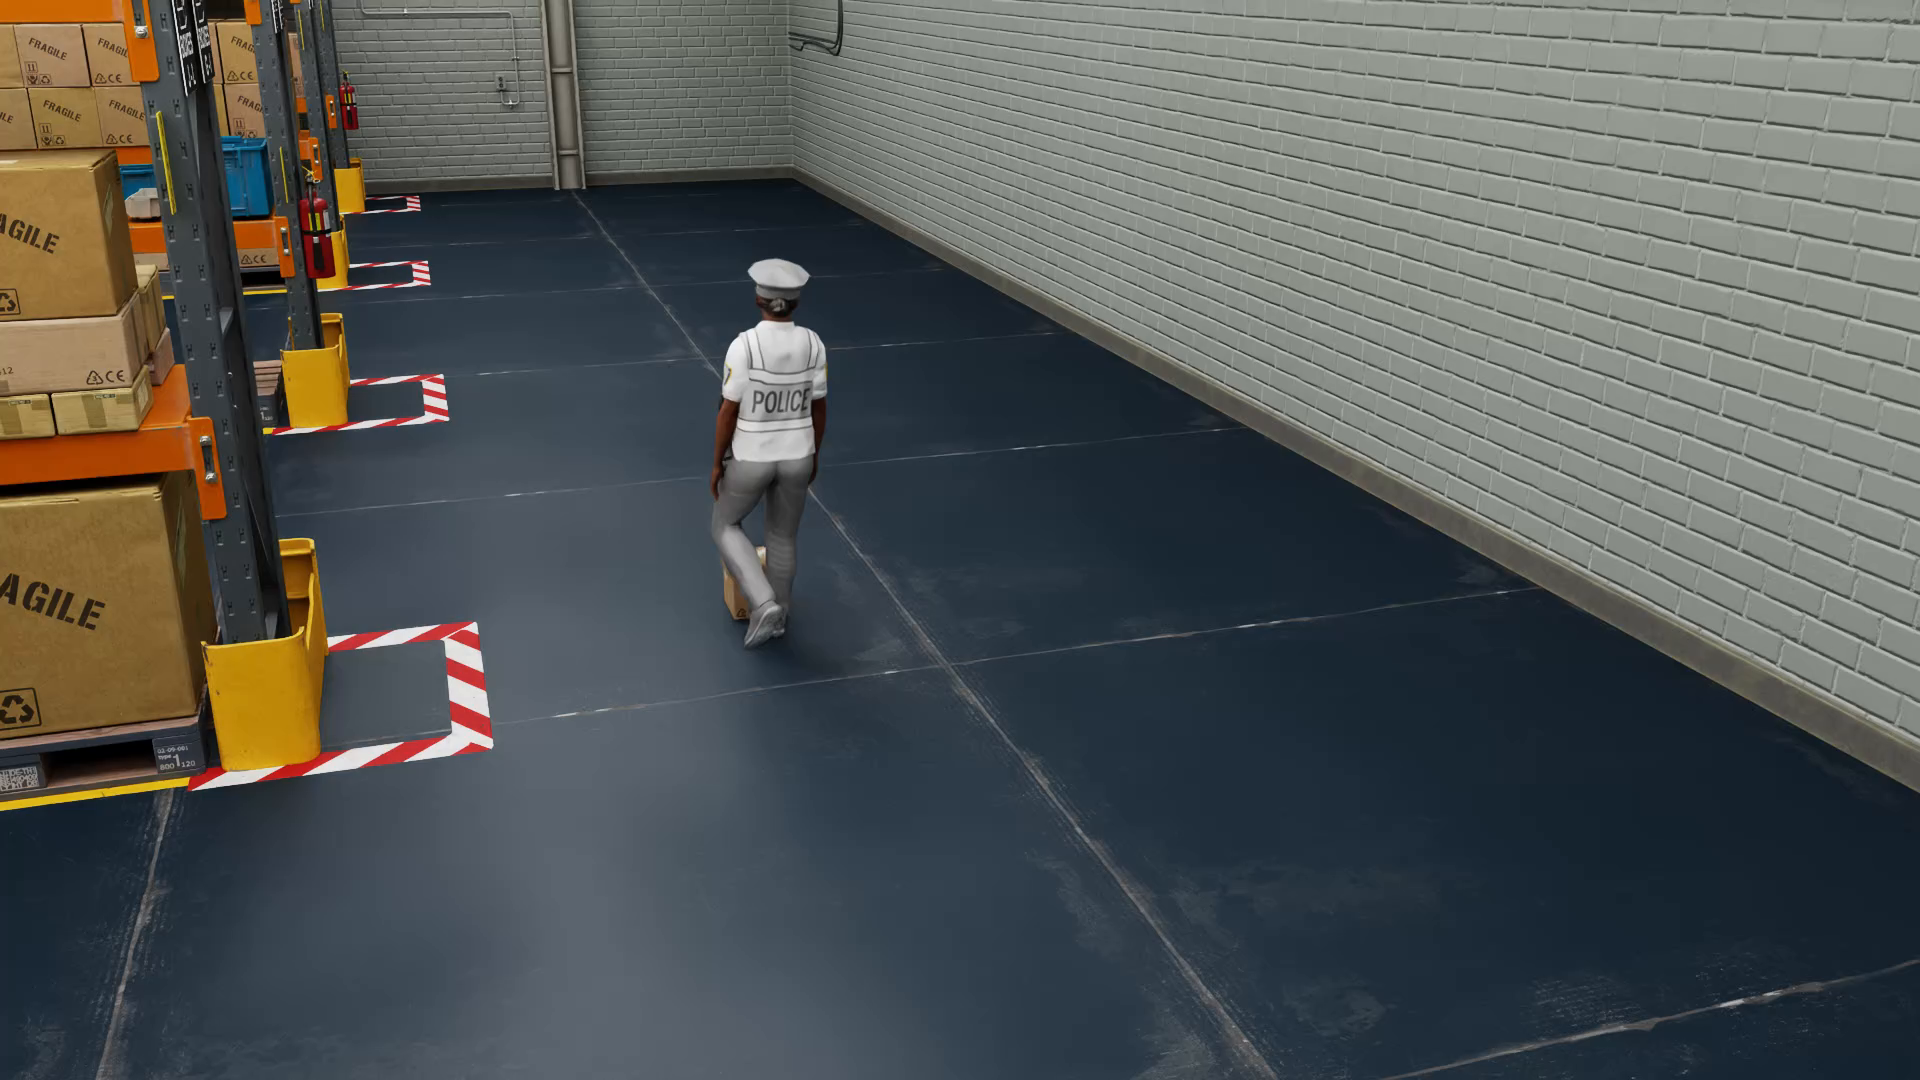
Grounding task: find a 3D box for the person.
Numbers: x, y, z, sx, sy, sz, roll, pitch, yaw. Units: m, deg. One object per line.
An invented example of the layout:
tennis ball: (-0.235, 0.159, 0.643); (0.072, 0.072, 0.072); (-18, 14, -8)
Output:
person: (-0.835, -0.355, 7.038); (0.516, 1.669, 0.526); (-9, 21, -25)
